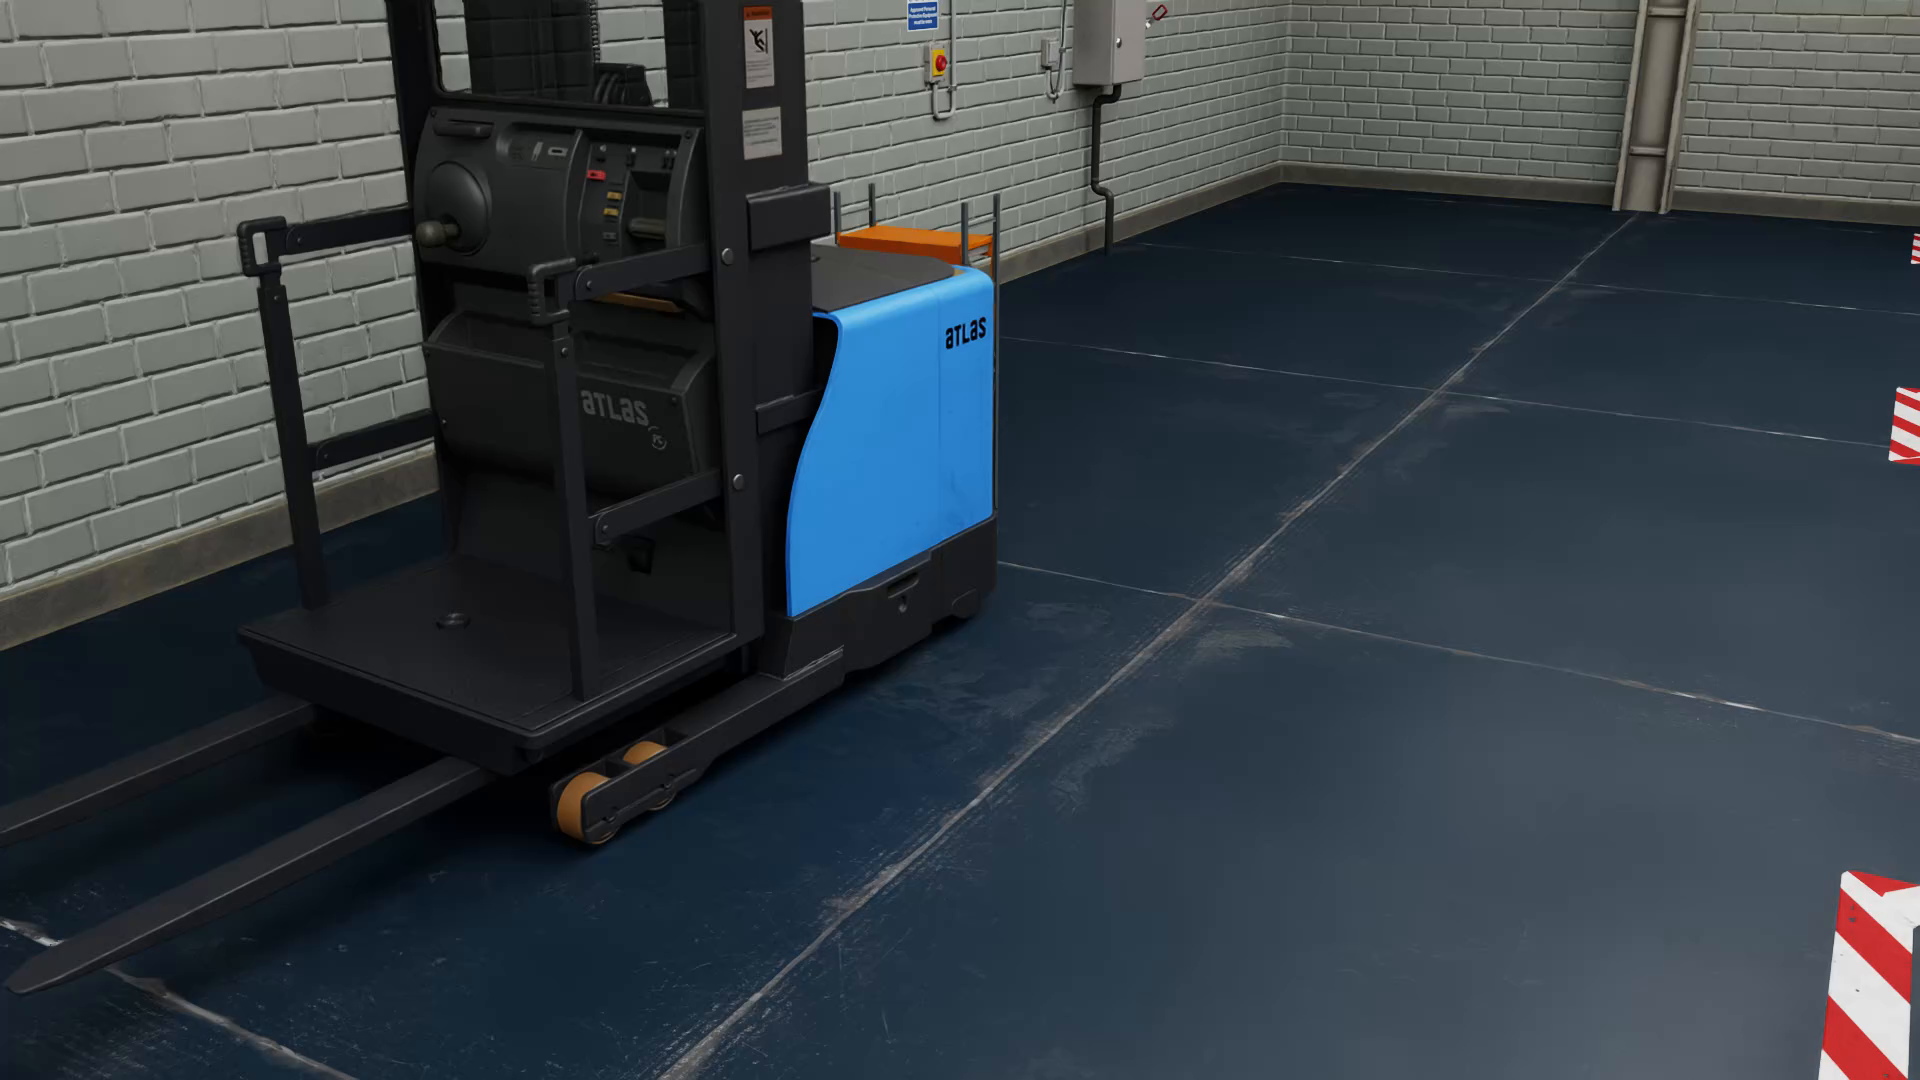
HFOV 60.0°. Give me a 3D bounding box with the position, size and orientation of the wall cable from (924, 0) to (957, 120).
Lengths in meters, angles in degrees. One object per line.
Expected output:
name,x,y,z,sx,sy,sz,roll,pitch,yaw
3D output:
wall cable,-0.121,-3.216,8.796,0.123,1.953,0.585,11,23,27

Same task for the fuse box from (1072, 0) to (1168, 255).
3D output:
fuse box,1.030,-2.719,10.852,0.414,1.711,0.539,11,23,27

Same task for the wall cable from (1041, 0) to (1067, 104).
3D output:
wall cable,0.560,-3.625,9.971,0.122,1.984,0.588,11,23,27

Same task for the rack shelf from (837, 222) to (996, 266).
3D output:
rack shelf,-0.144,-0.961,5.602,0.480,0.148,0.258,11,23,27

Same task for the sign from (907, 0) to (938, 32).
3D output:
sign,-0.198,-2.847,8.917,0.001,0.218,0.327,11,23,27

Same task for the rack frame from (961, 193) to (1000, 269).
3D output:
rack frame,0.069,-0.551,5.625,0.015,1.200,0.240,11,23,27

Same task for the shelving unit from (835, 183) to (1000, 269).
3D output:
shelving unit,-0.144,-0.592,5.736,0.503,1.200,0.258,11,23,27

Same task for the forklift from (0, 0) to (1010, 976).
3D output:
forklift,-1.078,-0.870,3.964,1.130,2.935,3.031,13,24,31

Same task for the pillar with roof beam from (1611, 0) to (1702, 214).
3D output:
pillar with roof beam,3.216,-5.527,7.904,0.400,9.000,9.100,11,23,27

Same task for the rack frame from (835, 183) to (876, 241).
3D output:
rack frame,-0.358,-0.632,5.848,0.015,1.200,0.240,11,23,27
